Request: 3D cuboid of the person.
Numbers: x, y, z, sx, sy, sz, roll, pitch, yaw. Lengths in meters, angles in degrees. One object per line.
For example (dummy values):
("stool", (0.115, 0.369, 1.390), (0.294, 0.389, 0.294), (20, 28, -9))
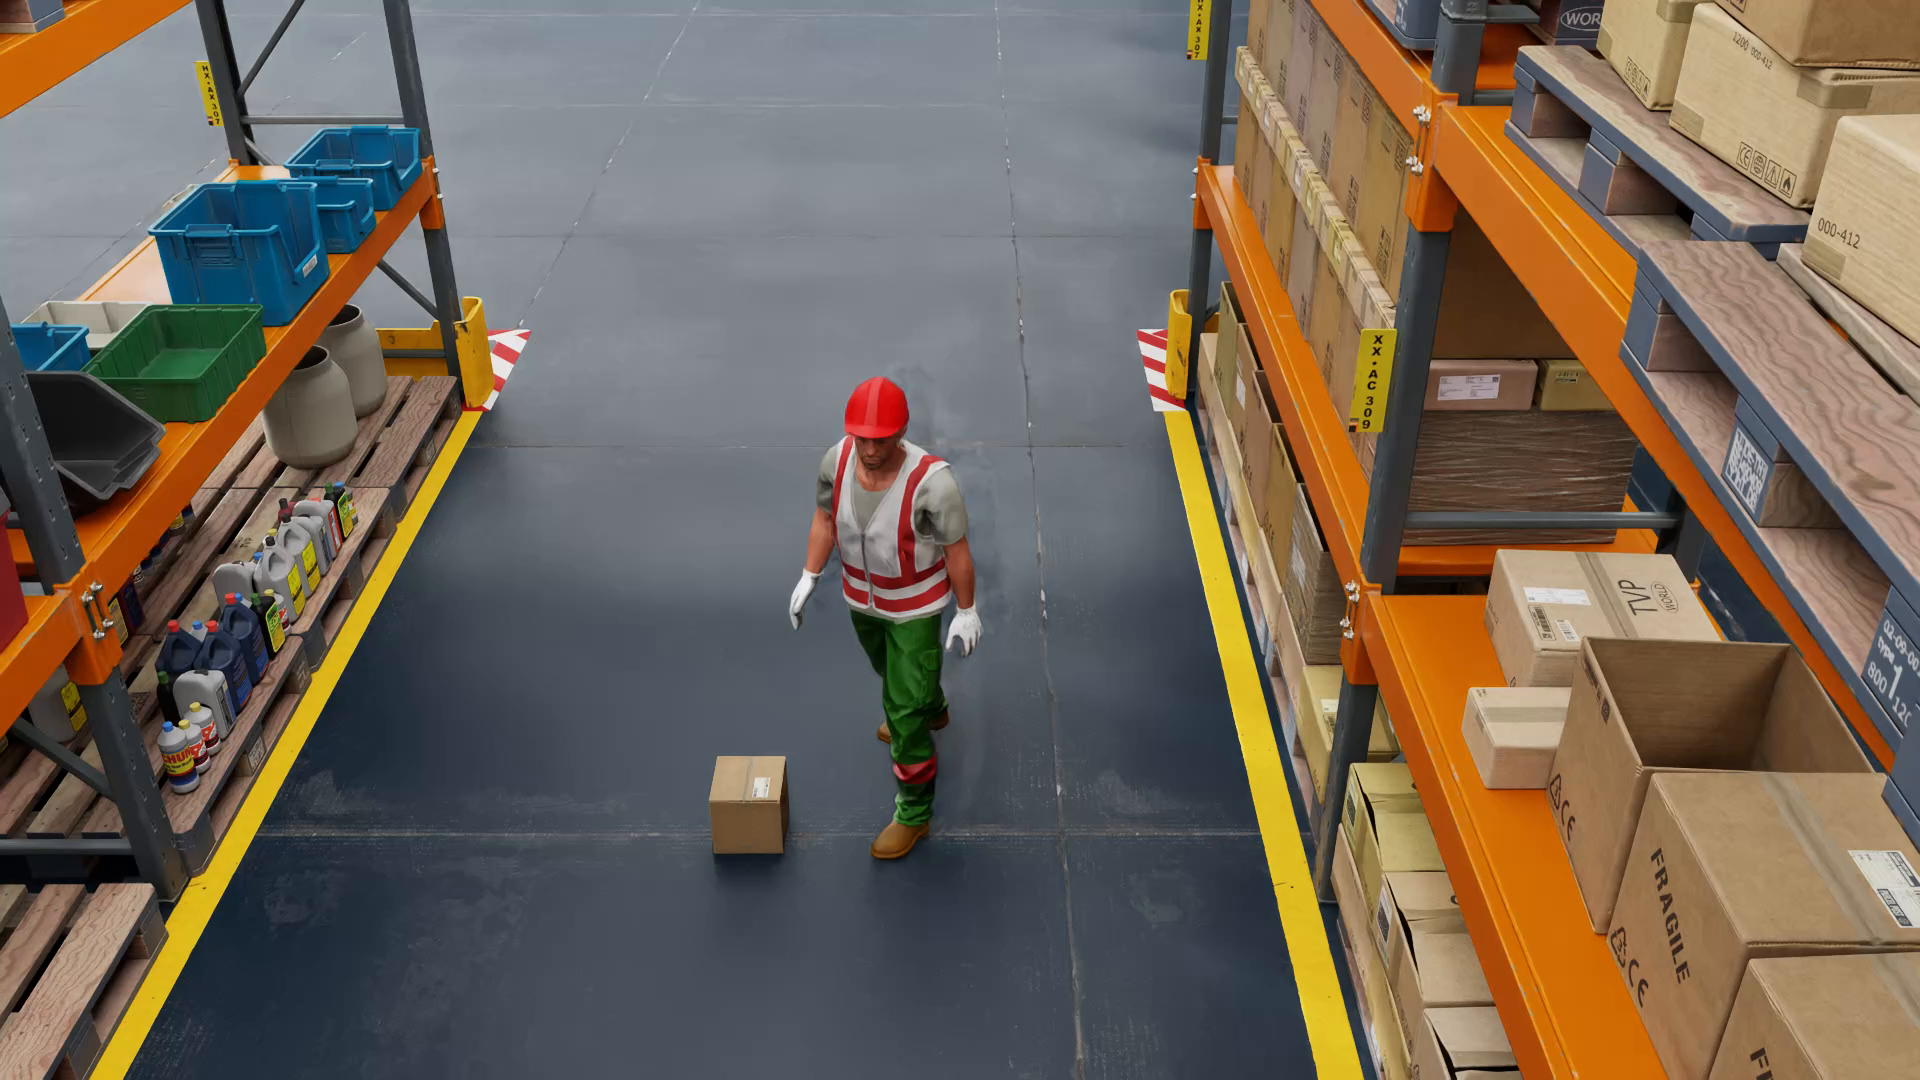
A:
("person", (-0.228, 0.187, 5.831), (0.652, 1.754, 0.827), (19, 36, 28))
